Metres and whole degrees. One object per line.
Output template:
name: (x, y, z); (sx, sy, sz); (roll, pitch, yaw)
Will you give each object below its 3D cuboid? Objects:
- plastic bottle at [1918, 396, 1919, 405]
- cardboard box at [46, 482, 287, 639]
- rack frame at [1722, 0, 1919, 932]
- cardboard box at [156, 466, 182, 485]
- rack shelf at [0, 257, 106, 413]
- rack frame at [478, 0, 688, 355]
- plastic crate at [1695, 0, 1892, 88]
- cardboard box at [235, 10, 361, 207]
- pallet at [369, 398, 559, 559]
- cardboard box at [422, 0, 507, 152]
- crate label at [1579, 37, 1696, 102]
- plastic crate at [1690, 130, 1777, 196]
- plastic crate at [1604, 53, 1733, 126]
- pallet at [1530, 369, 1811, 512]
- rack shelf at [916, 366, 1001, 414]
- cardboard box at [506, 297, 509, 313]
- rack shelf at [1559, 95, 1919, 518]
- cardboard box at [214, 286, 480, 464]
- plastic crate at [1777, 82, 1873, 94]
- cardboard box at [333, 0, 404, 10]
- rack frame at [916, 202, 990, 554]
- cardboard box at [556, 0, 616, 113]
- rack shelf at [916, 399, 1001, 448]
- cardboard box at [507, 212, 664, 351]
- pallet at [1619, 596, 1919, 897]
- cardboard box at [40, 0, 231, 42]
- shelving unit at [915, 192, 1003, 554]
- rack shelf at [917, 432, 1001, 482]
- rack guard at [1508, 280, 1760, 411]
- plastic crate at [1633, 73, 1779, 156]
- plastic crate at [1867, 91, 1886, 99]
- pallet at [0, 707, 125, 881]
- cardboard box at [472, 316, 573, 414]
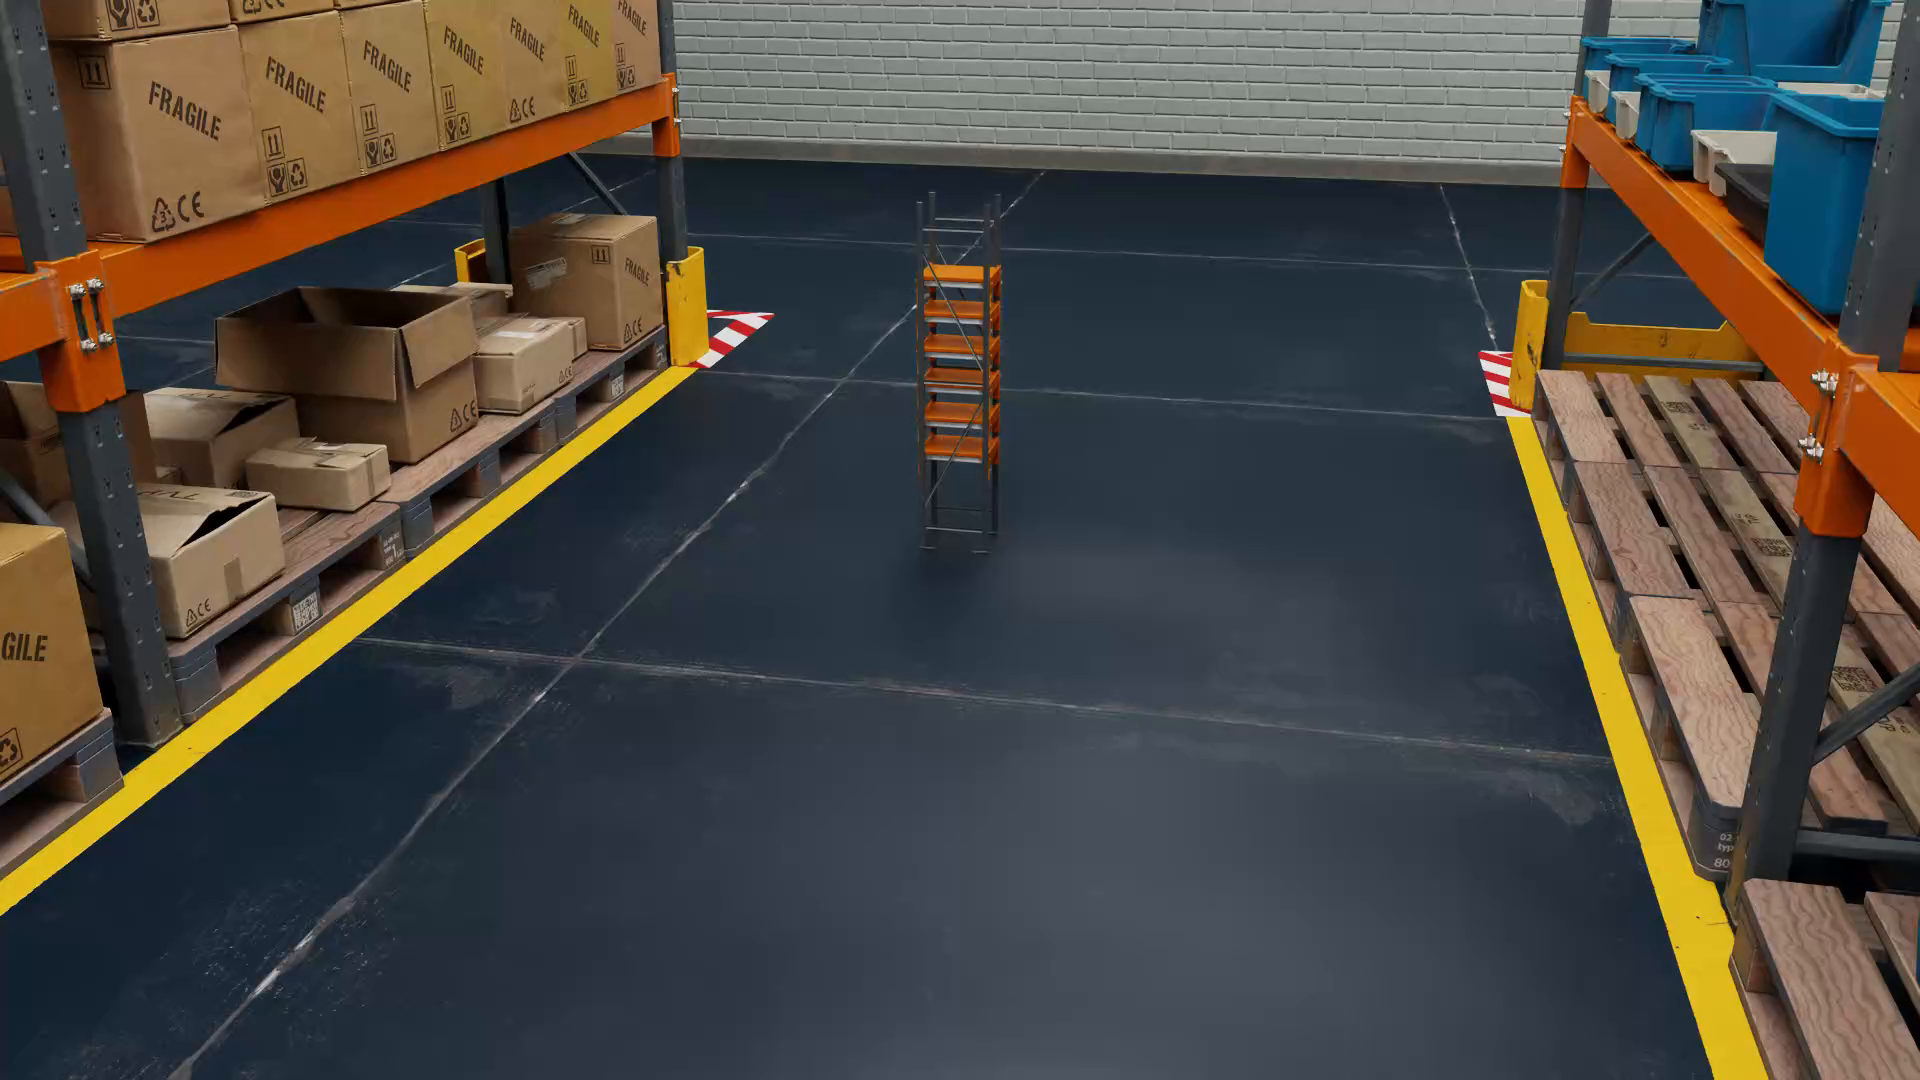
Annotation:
plastic bottle: (1.729, -0.351, 2.865); (0.061, 0.283, 0.133); (4, 22, 11)
cardboard box: (-2.330, 0.021, 4.797); (0.500, 0.311, 0.500); (4, 22, 11)
rack frame: (2.221, -0.506, 3.095); (1.000, 3.000, 0.127); (4, 22, 11)
cardboard box: (-2.771, -0.139, 5.410); (0.380, 0.149, 0.250); (4, 22, 11)
rack shelf: (-3.035, 0.180, 2.355); (1.077, 0.370, 4.000); (4, 22, 11)
rack frame: (-1.811, -2.348, 7.669); (1.000, 3.000, 0.127); (4, 22, 11)
plastic crate: (3.152, -1.877, 6.370); (0.616, 0.435, 0.499); (4, 22, 11)
cardboard box: (-2.155, -1.285, 4.894); (0.500, 0.500, 0.500); (5, 22, 12)
pallet: (-2.239, -0.290, 6.292); (1.003, 0.211, 1.213); (4, 22, 11)
cardboard box: (-1.948, -1.654, 5.810); (0.500, 0.500, 0.500); (4, 22, 10)
crate label: (2.665, -1.854, 6.586); (0.416, 0.233, 0.303); (4, 22, 11)
plastic crate: (2.282, -1.072, 4.772); (0.293, 0.136, 0.466); (4, 22, 11)
plastic crate: (2.530, -1.613, 5.988); (0.416, 0.233, 0.300); (4, 22, 11)
pallet: (2.831, -0.377, 6.507); (1.003, 0.211, 1.213); (4, 22, 11)
rack shelf: (-0.003, -0.510, 5.633); (0.258, 0.103, 0.180); (4, 22, 11)
cardboard box: (-2.284, -1.020, 7.574); (0.380, 0.166, 0.250); (4, 22, 11)
rack shelf: (2.629, -0.904, 5.046); (1.077, 0.370, 4.000); (4, 22, 11)
cardboard box: (-2.249, -0.619, 6.128); (0.797, 0.503, 0.637); (4, 22, 11)
plastic crate: (3.048, -1.563, 5.991); (0.396, 0.136, 0.243); (4, 22, 11)
cardboard box: (-2.045, -1.923, 5.141); (0.500, 0.500, 0.500); (4, 22, 9)
rack frame: (-0.022, -0.518, 5.533); (0.240, 1.200, 0.006); (4, 22, 11)
cardboard box: (-1.738, -2.020, 6.720); (0.500, 0.500, 0.500); (5, 22, 11)
rack shelf: (-0.003, -0.399, 5.678); (0.258, 0.103, 0.180); (4, 22, 11)
cardboard box: (-1.681, -1.175, 7.513); (0.500, 0.500, 0.500); (4, 22, 11)
pallet: (2.333, 0.515, 4.291); (1.003, 0.211, 1.213); (4, 22, 11)
cardboard box: (-2.256, -1.546, 4.206); (0.500, 0.500, 0.500); (5, 22, 12)
shelving unit: (-0.003, -0.551, 5.616); (0.258, 1.200, 0.189); (4, 22, 11)
rack shelf: (-0.003, -0.287, 5.723); (0.258, 0.103, 0.180); (4, 22, 11)
rack guard: (3.030, -0.819, 7.219); (1.175, 0.500, 0.348); (4, 22, 11)
plastic crate: (2.396, -1.373, 5.390); (0.416, 0.233, 0.300); (4, 22, 11)
plastic crate: (2.713, -1.024, 4.458); (0.437, 0.282, 0.530); (4, 22, 11)
pallet: (-2.756, 0.709, 3.812); (1.003, 0.211, 1.213); (4, 22, 11)
cardboard box: (-1.904, -0.714, 6.703); (0.500, 0.250, 0.500); (4, 22, 11)
